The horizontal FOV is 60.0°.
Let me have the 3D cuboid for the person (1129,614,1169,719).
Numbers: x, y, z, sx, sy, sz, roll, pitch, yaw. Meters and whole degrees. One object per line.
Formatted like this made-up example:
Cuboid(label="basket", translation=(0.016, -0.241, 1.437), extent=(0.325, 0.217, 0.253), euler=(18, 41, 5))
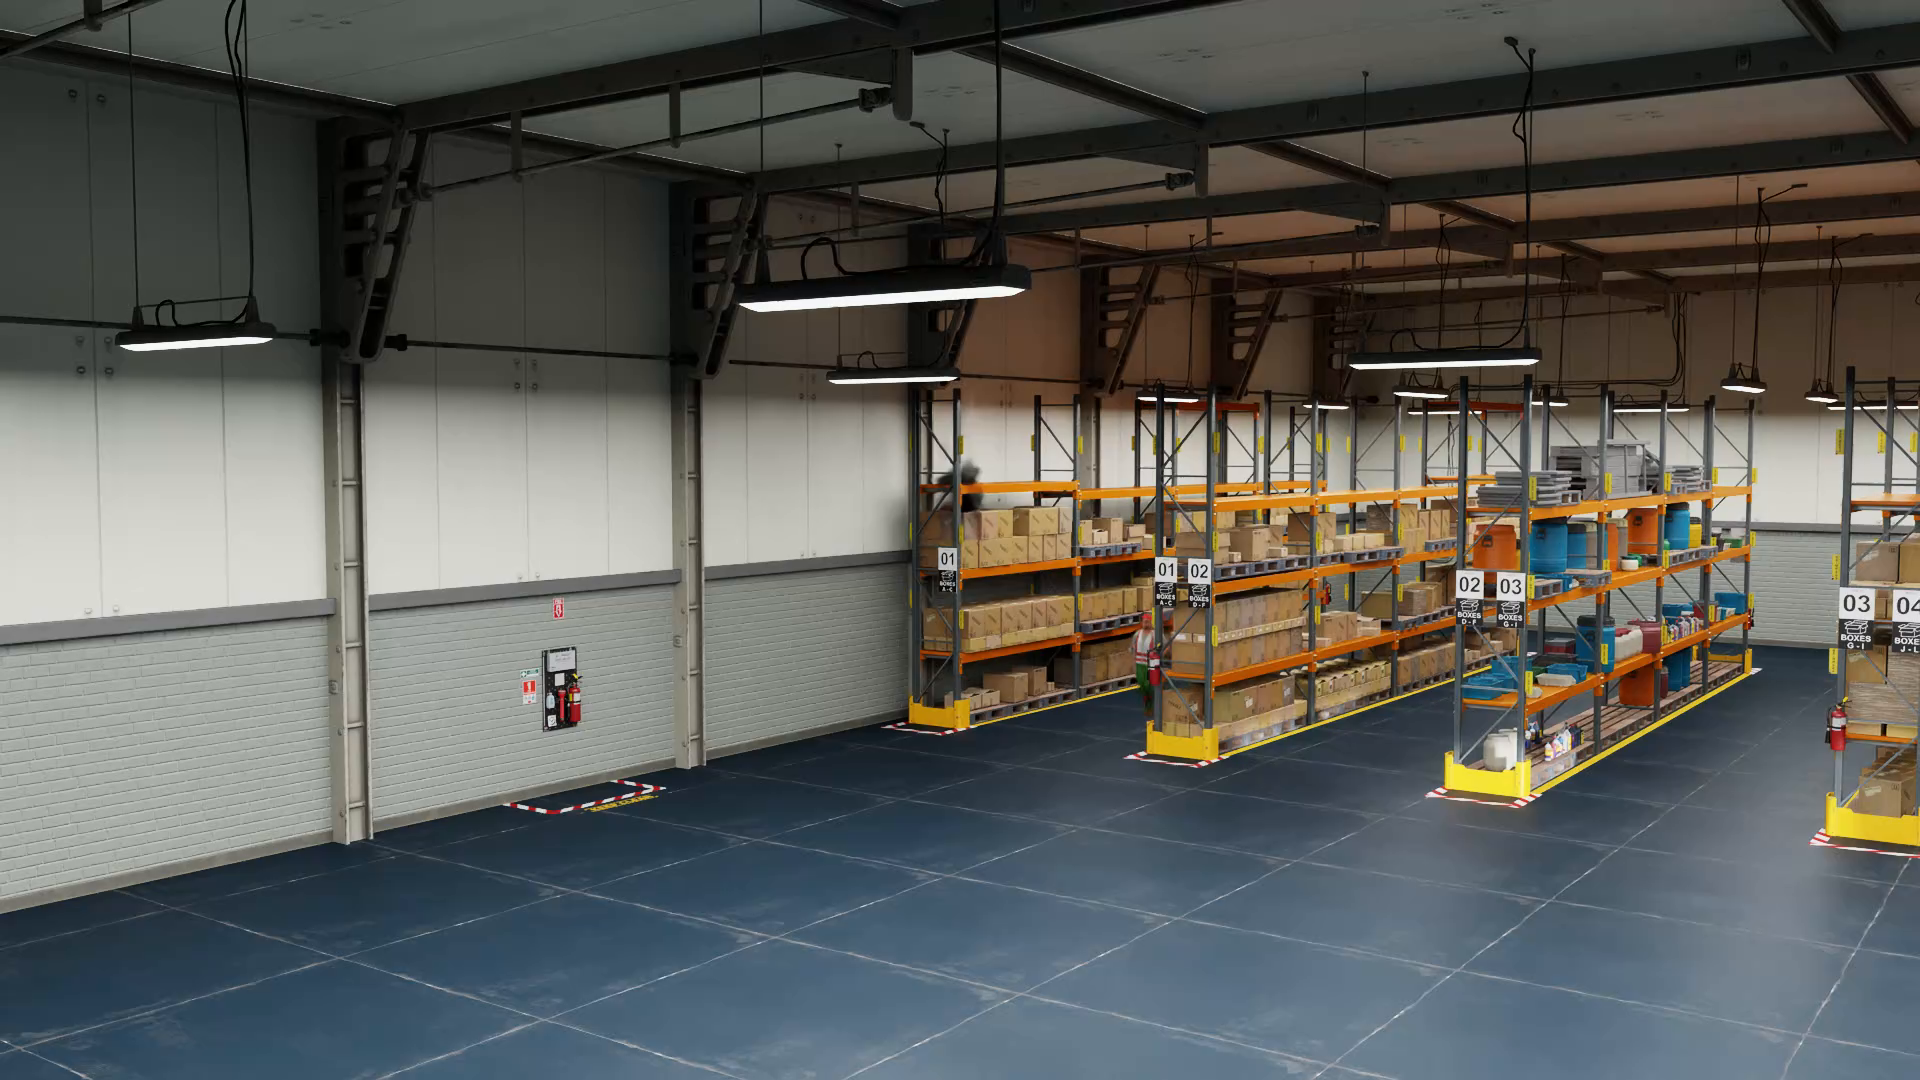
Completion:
Cuboid(label="person", translation=(3.229, 2.204, 28.962), extent=(0.636, 1.828, 0.629), euler=(2, 4, 33))
